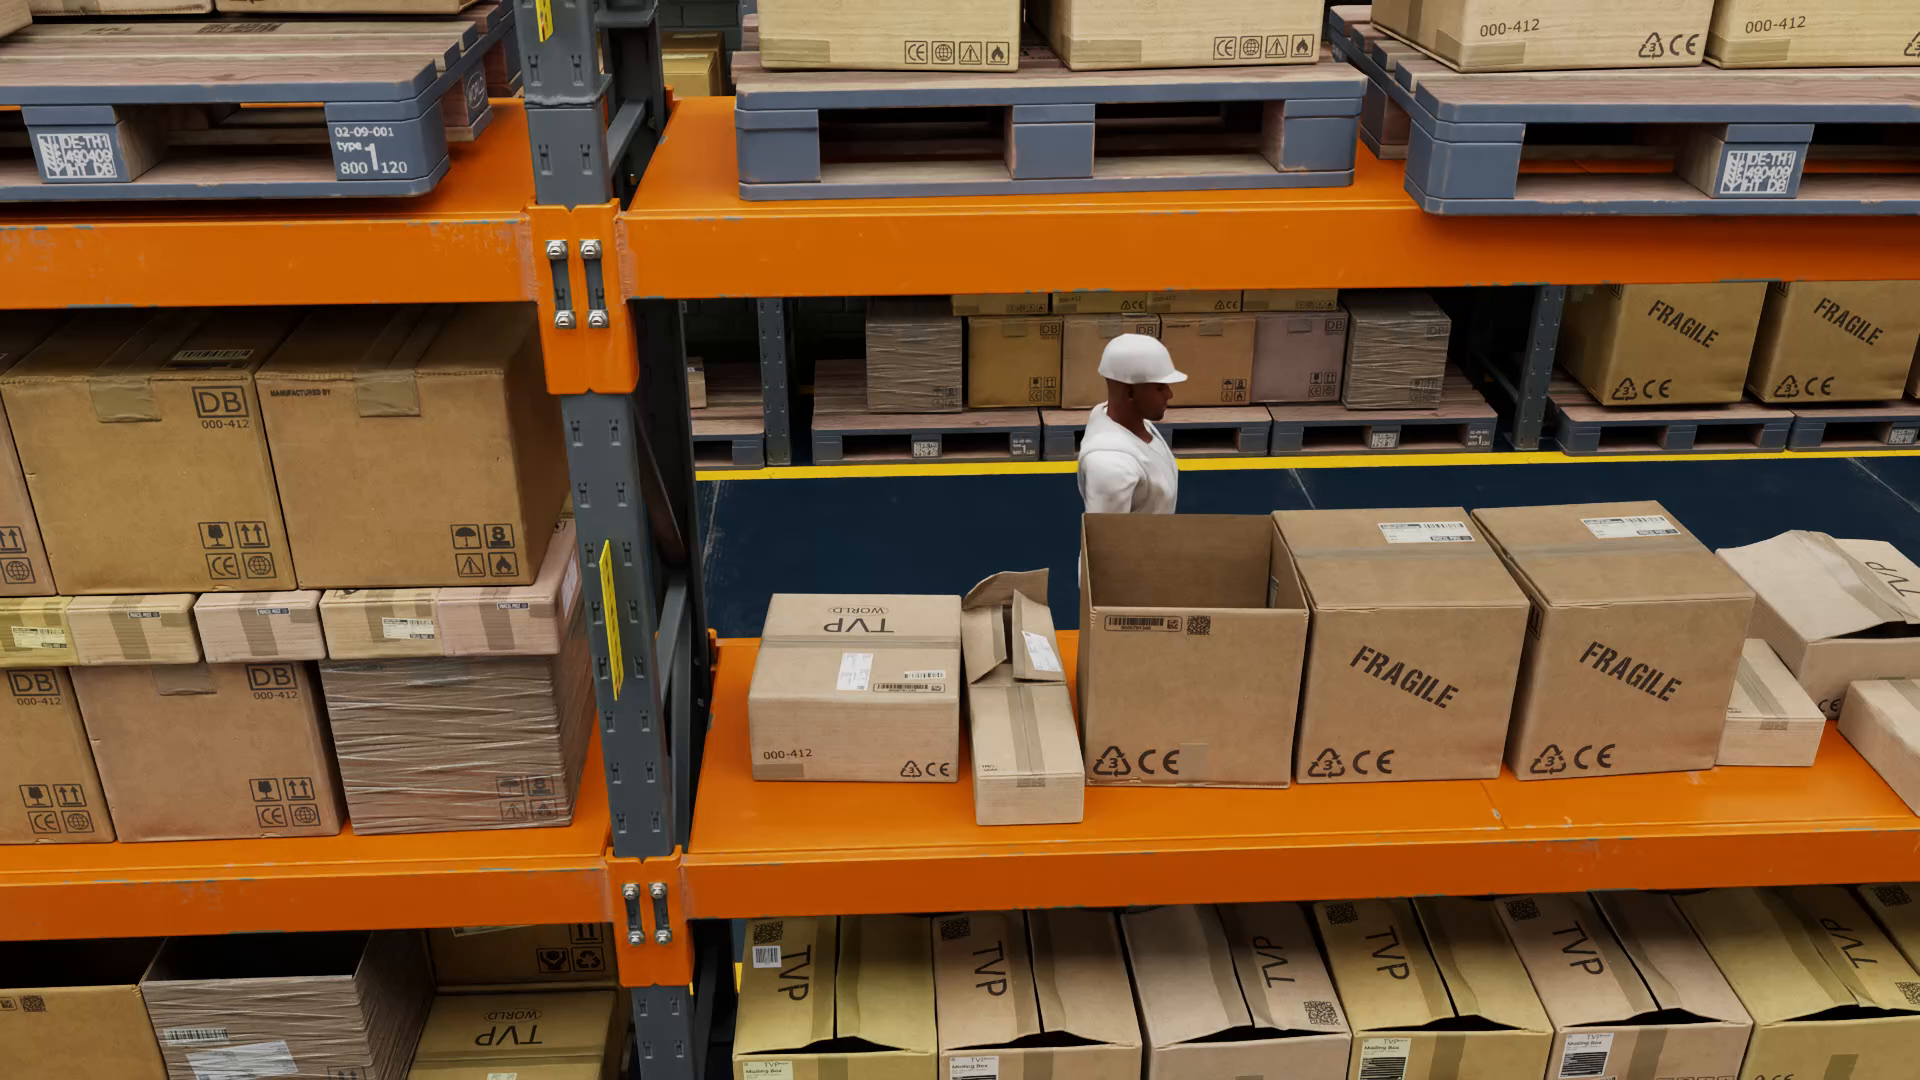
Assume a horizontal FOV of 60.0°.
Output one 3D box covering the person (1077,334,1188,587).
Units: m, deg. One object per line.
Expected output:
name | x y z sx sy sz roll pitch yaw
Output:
person | 0.557 0.126 5.812 0.500 1.771 0.583 4 28 7
